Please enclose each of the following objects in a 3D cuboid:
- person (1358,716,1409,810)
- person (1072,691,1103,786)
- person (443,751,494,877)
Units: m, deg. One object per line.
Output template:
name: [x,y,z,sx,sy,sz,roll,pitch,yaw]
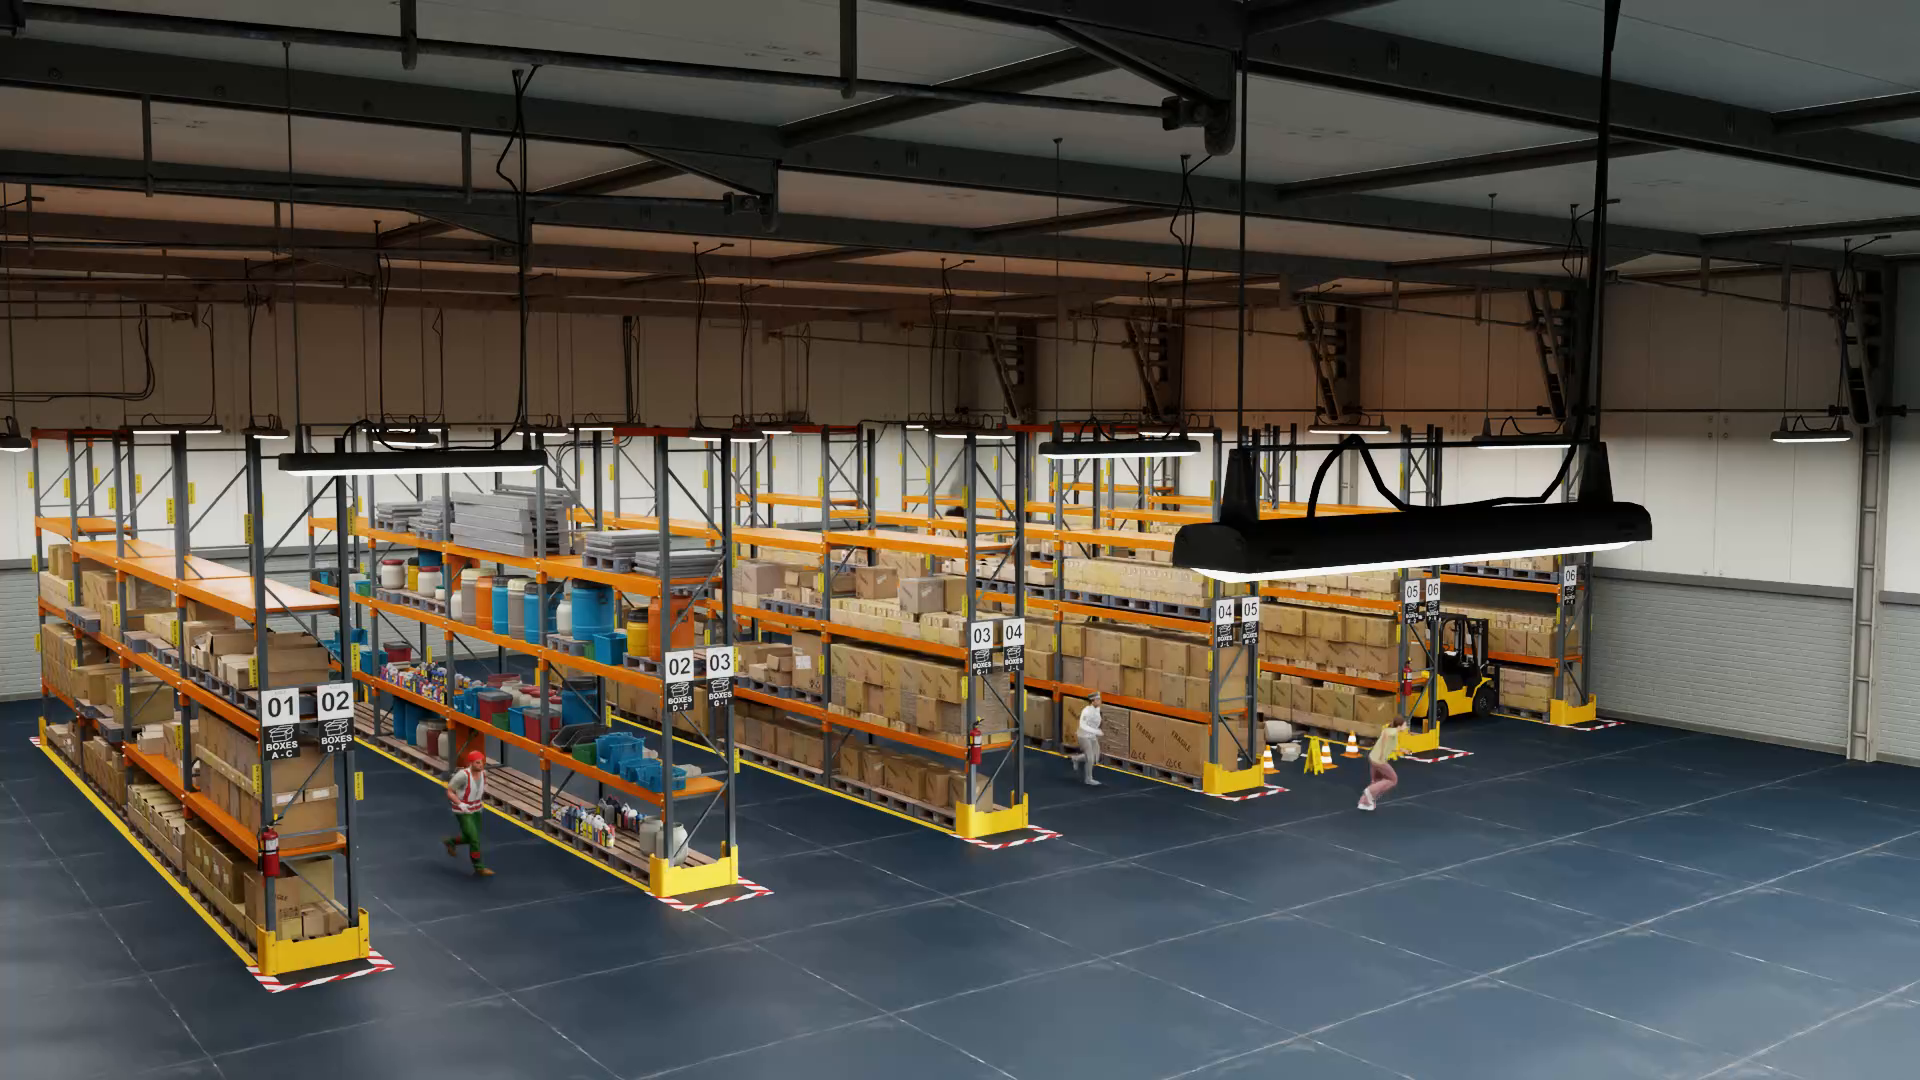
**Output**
person: [6.694,3.525,26.218,0.811,1.504,0.606,0,4,0]
person: [2.160,3.327,28.023,0.679,1.629,0.601,4,6,41]
person: [-6.776,3.697,22.665,0.878,1.732,0.656,3,5,35]
